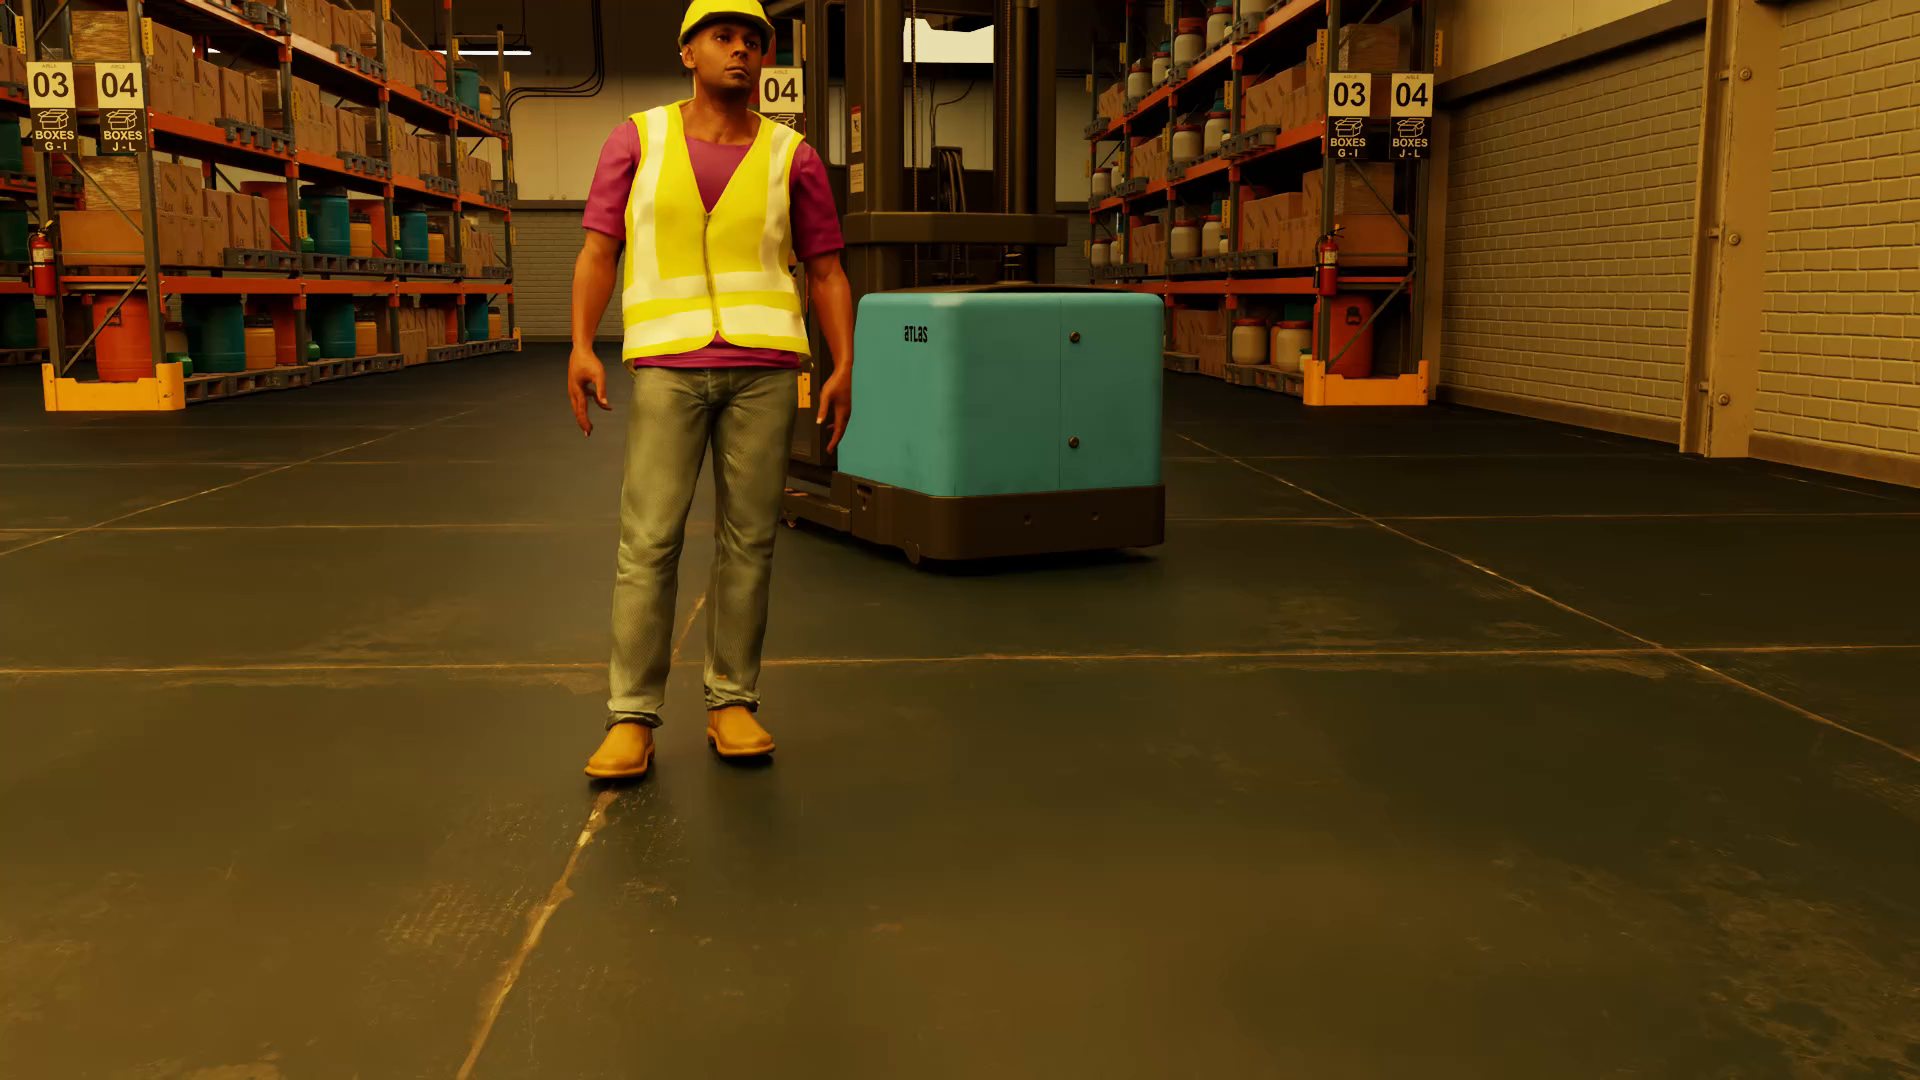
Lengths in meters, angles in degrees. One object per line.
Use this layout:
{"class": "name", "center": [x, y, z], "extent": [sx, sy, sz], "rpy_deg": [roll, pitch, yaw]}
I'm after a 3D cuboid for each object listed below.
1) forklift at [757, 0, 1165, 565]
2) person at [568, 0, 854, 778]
{"class": "forklift", "center": [-0.264, -1.530, 7.637], "extent": [1.130, 2.935, 3.031], "rpy_deg": [-4, 9, -25]}
{"class": "person", "center": [-0.559, -0.381, 3.809], "extent": [0.665, 1.765, 0.577], "rpy_deg": [-2, 9, -12]}
